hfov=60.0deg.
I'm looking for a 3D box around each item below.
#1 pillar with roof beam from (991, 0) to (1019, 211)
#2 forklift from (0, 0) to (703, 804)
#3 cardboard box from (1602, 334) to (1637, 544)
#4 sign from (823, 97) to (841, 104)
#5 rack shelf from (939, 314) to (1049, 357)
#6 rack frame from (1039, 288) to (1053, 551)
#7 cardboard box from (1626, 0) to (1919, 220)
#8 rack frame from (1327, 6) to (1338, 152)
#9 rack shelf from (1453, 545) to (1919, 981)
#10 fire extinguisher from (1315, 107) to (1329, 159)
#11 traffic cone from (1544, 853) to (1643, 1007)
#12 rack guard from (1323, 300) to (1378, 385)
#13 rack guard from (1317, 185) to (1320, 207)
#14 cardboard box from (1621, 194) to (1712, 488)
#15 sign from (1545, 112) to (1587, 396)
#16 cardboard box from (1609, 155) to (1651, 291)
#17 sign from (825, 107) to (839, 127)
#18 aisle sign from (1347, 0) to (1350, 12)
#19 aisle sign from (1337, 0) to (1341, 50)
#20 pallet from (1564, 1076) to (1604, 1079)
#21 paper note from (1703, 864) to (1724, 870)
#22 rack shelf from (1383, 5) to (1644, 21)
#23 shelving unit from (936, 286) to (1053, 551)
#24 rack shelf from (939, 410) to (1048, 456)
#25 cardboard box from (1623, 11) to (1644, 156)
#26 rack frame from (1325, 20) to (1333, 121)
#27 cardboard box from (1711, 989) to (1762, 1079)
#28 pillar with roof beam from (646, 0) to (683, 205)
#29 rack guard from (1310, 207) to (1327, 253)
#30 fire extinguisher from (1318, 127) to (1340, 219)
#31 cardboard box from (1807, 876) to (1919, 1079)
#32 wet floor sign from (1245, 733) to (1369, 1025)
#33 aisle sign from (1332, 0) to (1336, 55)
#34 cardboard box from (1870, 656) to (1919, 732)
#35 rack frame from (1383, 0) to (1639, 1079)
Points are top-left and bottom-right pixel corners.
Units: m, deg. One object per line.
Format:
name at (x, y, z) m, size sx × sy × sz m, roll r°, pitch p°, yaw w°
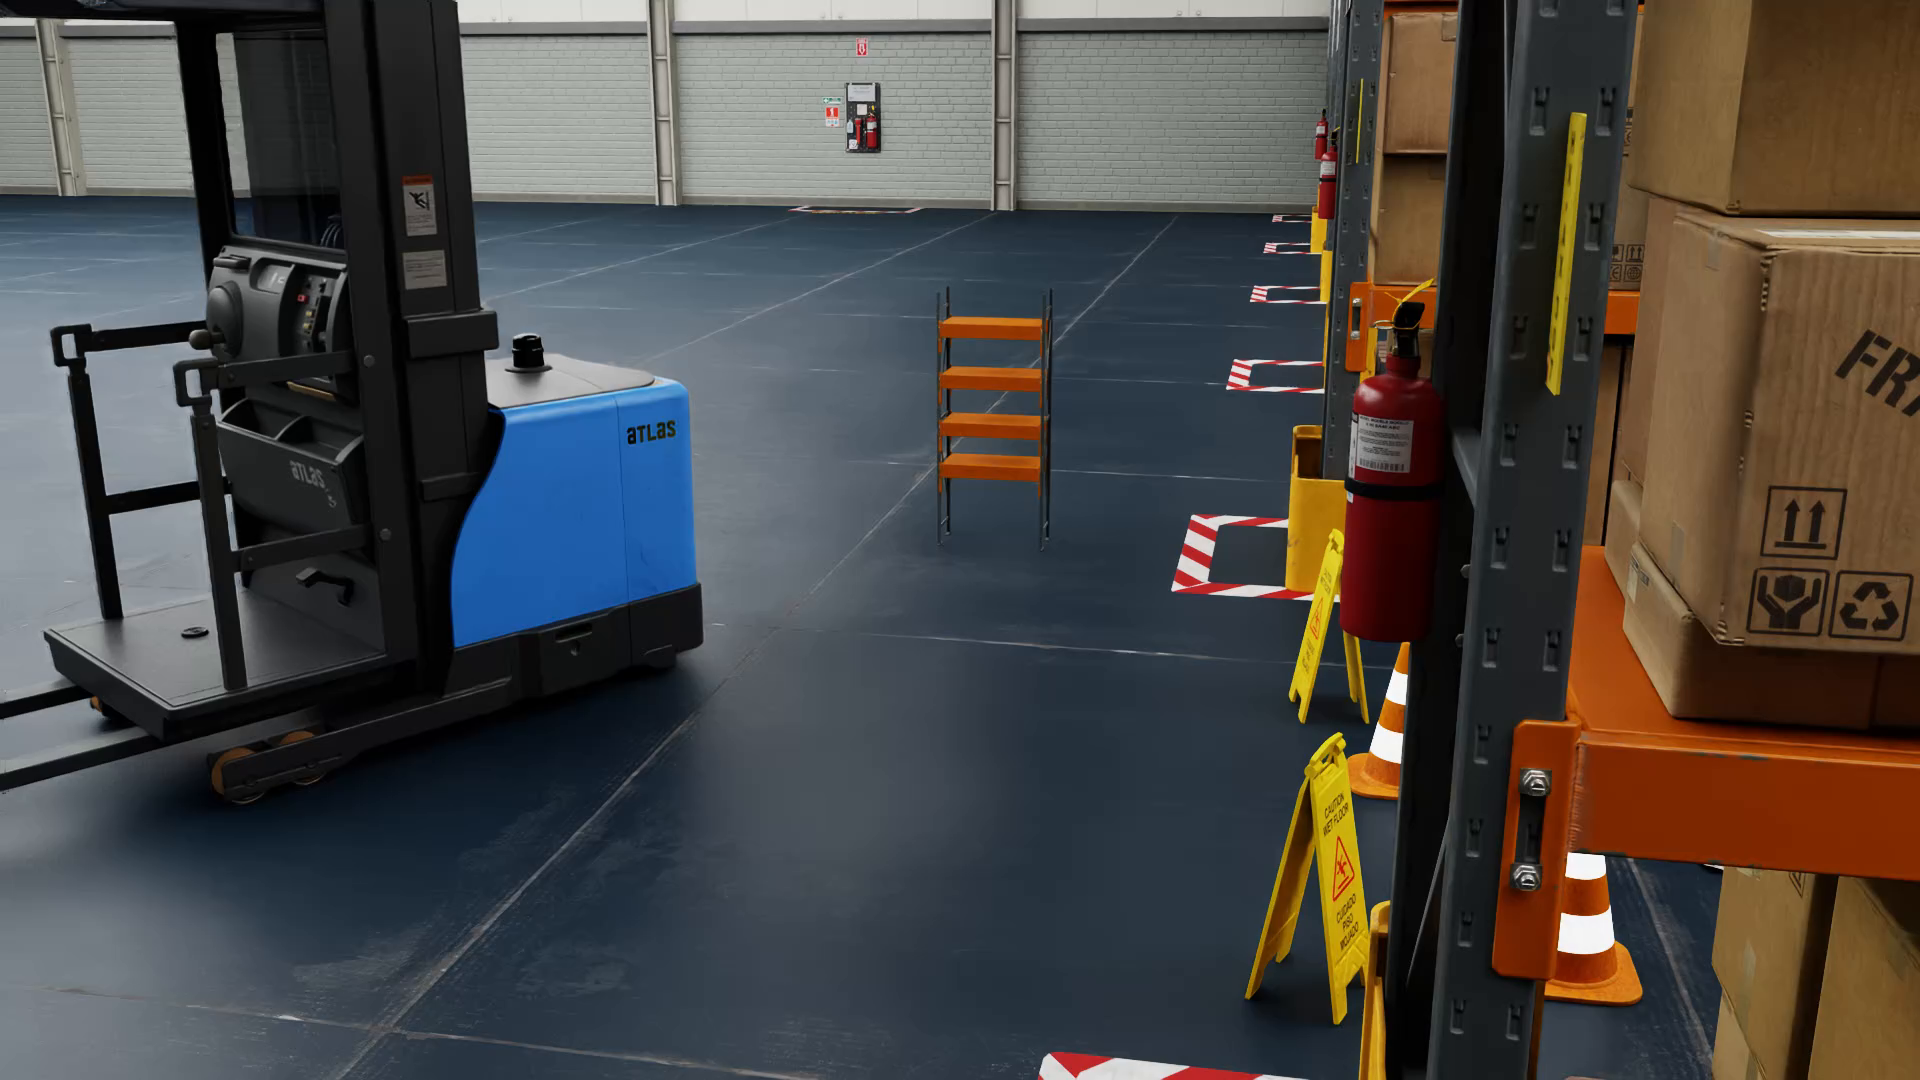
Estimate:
pillar with roof beam at (-0.116, -8.818, 22.968) m, size 0.400 × 9.000 × 9.100 m, roll 3°, pitch 16°, yaw 11°
forklift at (-2.361, -0.760, 5.246) m, size 1.130 × 2.935 × 3.031 m, roll 14°, pitch 21°, yaw 42°
cardboard box at (3.255, -0.479, 7.294) m, size 0.875 × 0.875 × 0.875 m, roll 3°, pitch 16°, yaw 10°
sign at (-2.190, -7.521, 28.464) m, size 0.331 × 0.109 × 0.001 m, roll 3°, pitch 16°, yaw 11°
rack shelf at (0.162, -0.948, 7.695) m, size 0.480 × 0.148 × 0.258 m, roll 3°, pitch 16°, yaw 11°
rack frame at (0.401, -0.556, 7.753) m, size 0.015 × 1.200 × 0.240 m, roll 3°, pitch 16°, yaw 11°
cardboard box at (1.372, -0.768, 2.529) m, size 0.500 × 0.500 × 0.700 m, roll 3°, pitch 16°, yaw 10°
rack frame at (4.780, -5.249, 21.321) m, size 0.127 × 3.000 × 1.000 m, roll 3°, pitch 16°, yaw 11°
rack shelf at (2.788, 0.388, 2.319) m, size 4.000 × 0.370 × 1.077 m, roll 3°, pitch 16°, yaw 11°
fire extinguisher at (4.757, -5.339, 21.793) m, size 0.183 × 0.674 × 0.296 m, roll 3°, pitch 16°, yaw 11°
traffic cone at (1.506, 0.843, 4.082) m, size 0.334 × 0.463 × 0.336 m, roll 3°, pitch 16°, yaw 11°
rack guard at (2.877, -1.449, 12.285) m, size 0.348 × 0.500 × 1.175 m, roll 3°, pitch 16°, yaw 11°
rack guard at (5.838, -5.336, 26.319) m, size 0.348 × 0.500 × 1.175 m, roll 3°, pitch 16°, yaw 11°
cardboard box at (1.414, -0.300, 2.710) m, size 0.500 × 0.500 × 0.500 m, roll 3°, pitch 16°, yaw 10°
sign at (0.720, -0.340, 1.980) m, size 0.005 × 0.325 × 0.100 m, roll 3°, pitch 16°, yaw 11°
cardboard box at (2.631, -1.406, 7.168) m, size 0.550 × 0.550 × 0.875 m, roll 3°, pitch 16°, yaw 11°
sign at (-2.193, -7.268, 28.544) m, size 0.234 × 0.329 × 0.001 m, roll 3°, pitch 16°, yaw 11°
aisle sign at (1.586, -2.543, 6.685) m, size 0.004 × 0.787 × 0.394 m, roll 3°, pitch 16°, yaw 11°
aisle sign at (3.661, -5.133, 16.034) m, size 0.004 × 0.787 × 0.394 m, roll 3°, pitch 16°, yaw 11°
pallet at (1.691, 1.335, 2.776) m, size 1.213 × 0.211 × 1.003 m, roll 3°, pitch 16°, yaw 11°
paper note at (2.151, 0.895, 4.702) m, size 0.142 × 0.019 × 0.148 m, roll -2°, pitch 16°, yaw -8°
rack shelf at (5.749, -4.946, 15.955) m, size 4.000 × 0.370 × 1.077 m, roll 3°, pitch 16°, yaw 11°
shelving unit at (0.162, -0.569, 7.800) m, size 0.503 × 1.200 × 0.258 m, roll 3°, pitch 16°, yaw 11°
rack shelf at (0.162, -0.505, 7.818) m, size 0.480 × 0.148 × 0.258 m, roll 3°, pitch 16°, yaw 11°
cardboard box at (2.628, -1.923, 7.011) m, size 0.550 × 0.550 × 0.875 m, roll 3°, pitch 16°, yaw 11°
rack frame at (5.764, -6.545, 26.000) m, size 0.127 × 3.000 × 1.000 m, roll 3°, pitch 16°, yaw 11°
cardboard box at (1.697, 1.032, 3.013) m, size 0.500 × 0.250 × 0.500 m, roll 3°, pitch 16°, yaw 11°
pillar with roof beam at (-5.995, -9.137, 24.120) m, size 0.400 × 9.000 × 9.100 m, roll 3°, pitch 16°, yaw 11°
rack guard at (4.757, -4.045, 21.659) m, size 0.348 × 0.500 × 1.175 m, roll 3°, pitch 16°, yaw 11°
fire extinguisher at (2.782, -2.747, 12.434) m, size 0.183 × 0.674 × 0.296 m, roll 3°, pitch 16°, yaw 11°
cardboard box at (1.586, 0.813, 2.398) m, size 0.500 × 0.500 × 0.500 m, roll 3°, pitch 16°, yaw 9°
wet floor sign at (0.855, 0.780, 3.969) m, size 0.232 × 0.644 × 0.267 m, roll 9°, pitch 18°, yaw 30°
aisle sign at (4.655, -6.425, 20.697) m, size 0.004 × 0.787 × 0.394 m, roll 3°, pitch 16°, yaw 11°
cardboard box at (1.370, 0.138, 2.345) m, size 0.250 × 0.149 × 0.380 m, roll 3°, pitch 16°, yaw 12°
rack frame at (0.827, -0.064, 2.604) m, size 0.053 × 2.616 × 0.949 m, roll 3°, pitch 16°, yaw 11°
